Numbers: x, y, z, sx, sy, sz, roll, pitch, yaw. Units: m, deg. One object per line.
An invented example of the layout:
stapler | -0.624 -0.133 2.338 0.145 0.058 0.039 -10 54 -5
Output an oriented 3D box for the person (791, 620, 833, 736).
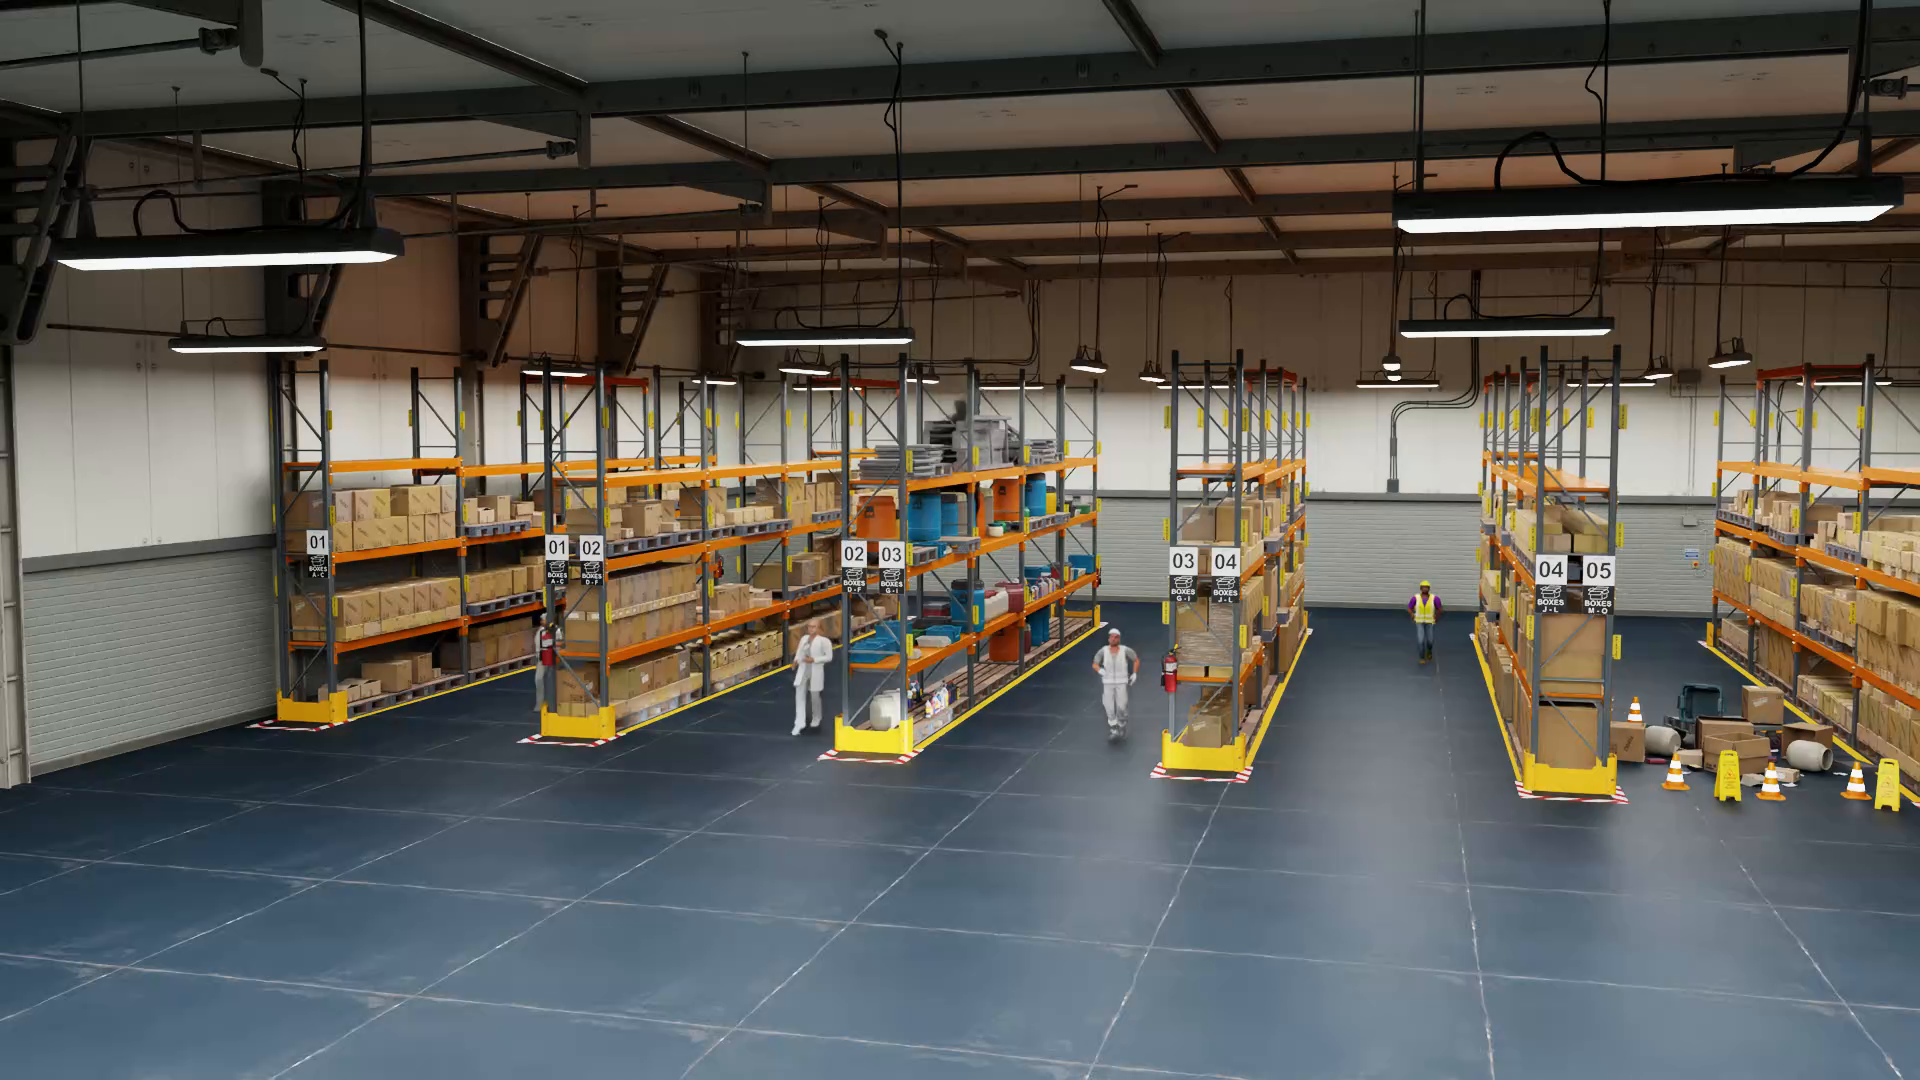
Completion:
person | -2.367 2.203 26.734 0.723 1.840 0.896 1 4 14

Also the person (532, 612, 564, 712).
person | -7.110 2.106 28.884 0.581 1.721 0.797 1 4 18

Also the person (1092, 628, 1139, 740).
person | 2.404 2.254 25.837 0.718 1.748 0.574 1 4 12

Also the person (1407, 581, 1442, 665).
person | 9.517 1.693 34.074 0.696 1.718 0.605 1 4 15
